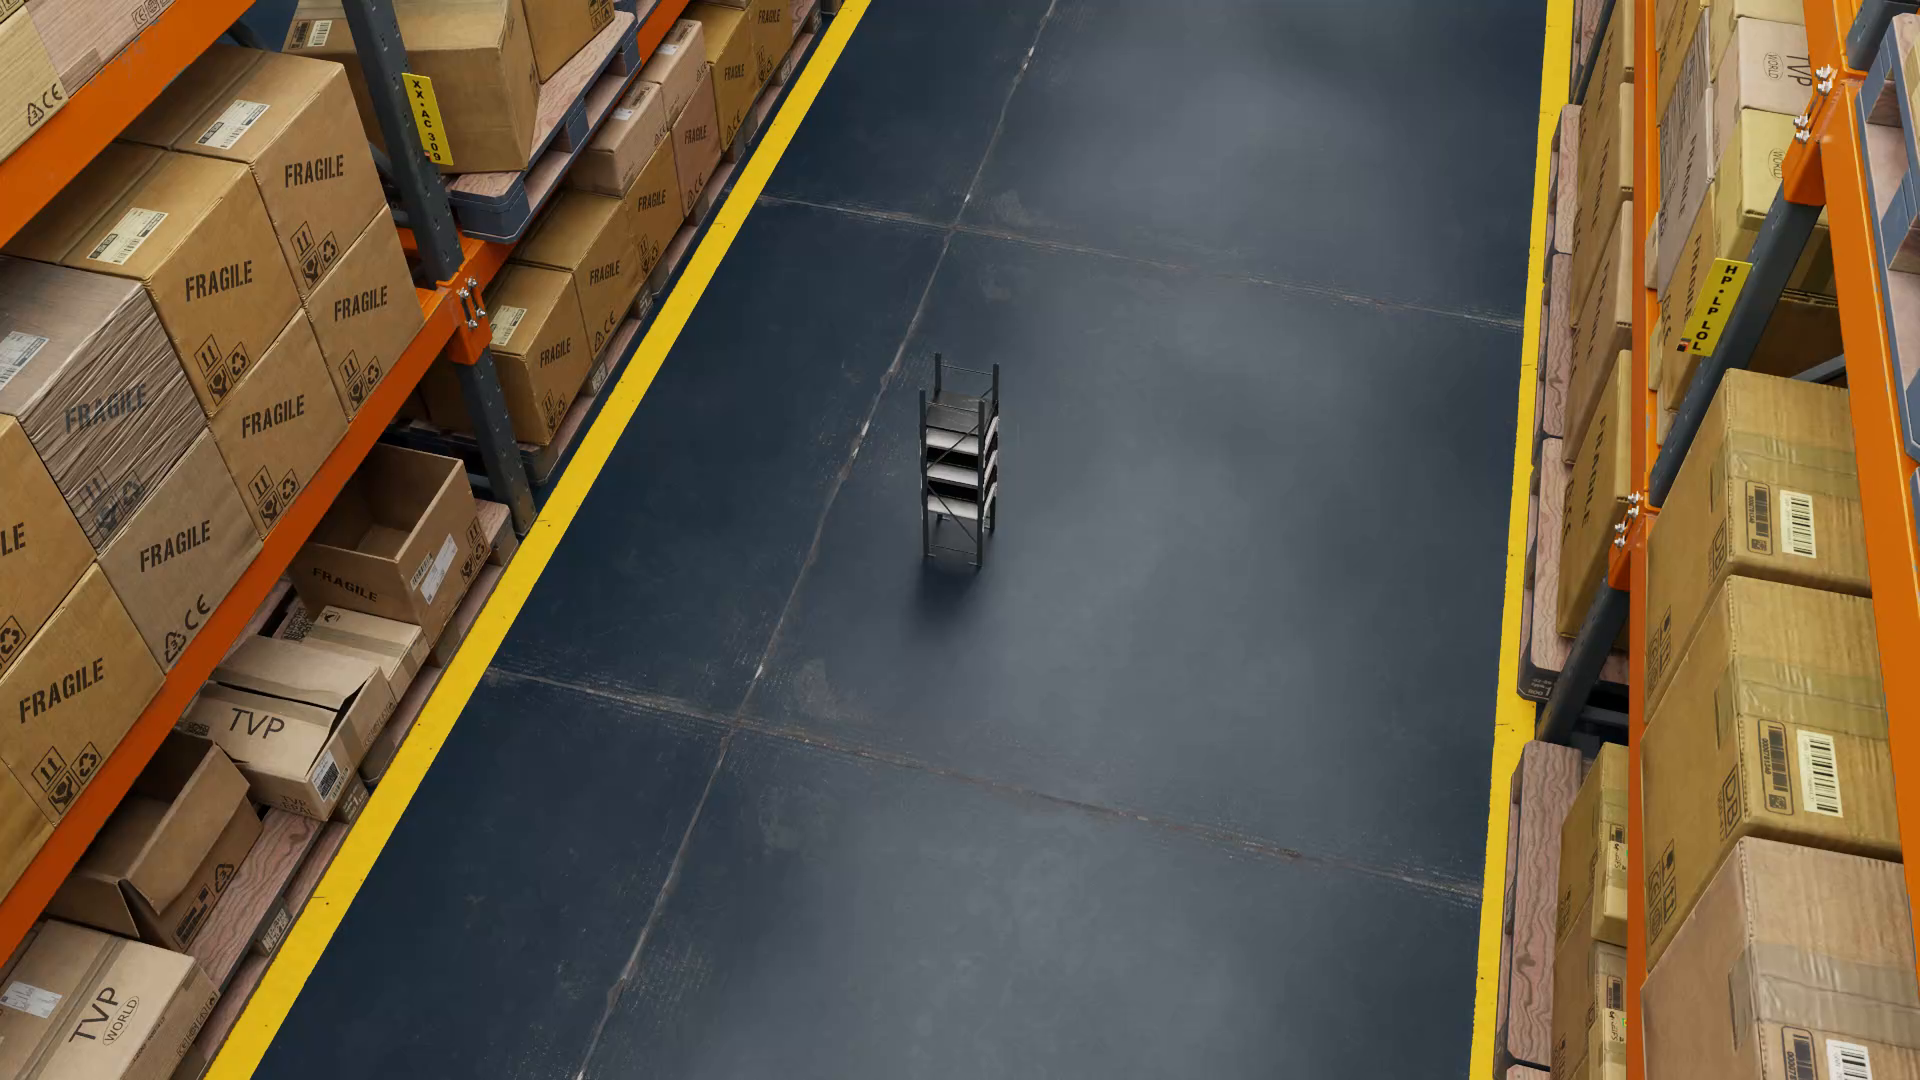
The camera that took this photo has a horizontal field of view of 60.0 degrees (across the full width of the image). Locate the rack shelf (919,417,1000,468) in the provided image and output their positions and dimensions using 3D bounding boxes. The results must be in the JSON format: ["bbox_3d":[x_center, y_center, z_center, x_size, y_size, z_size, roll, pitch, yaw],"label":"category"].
[{"bbox_3d":[-0.002,-0.389,6.216,0.258,0.077,0.200,12,50,10],"label":"rack shelf"}]

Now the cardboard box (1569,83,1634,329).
[{"bbox_3d":[3.064,-1.352,7.015,0.750,0.750,0.750,11,50,10],"label":"cardboard box"}]

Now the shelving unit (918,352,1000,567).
[{"bbox_3d":[-0.002,-0.292,6.326,0.258,0.900,0.210,12,50,10],"label":"shelving unit"}]

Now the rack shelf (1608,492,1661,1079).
[{"bbox_3d":[2.042,1.516,3.810,1.077,0.370,4.000,12,50,10],"label":"rack shelf"}]

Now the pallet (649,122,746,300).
[{"bbox_3d":[-1.715,-1.702,8.030,1.003,0.211,1.213,12,50,10],"label":"pallet"}]

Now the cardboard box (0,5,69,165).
[{"bbox_3d":[-2.348,-0.960,3.615,0.500,0.250,0.500,12,50,10],"label":"cardboard box"}]

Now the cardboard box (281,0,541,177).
[{"bbox_3d":[-1.871,-1.614,5.746,0.700,0.500,0.500,-3,49,-3],"label":"cardboard box"}]

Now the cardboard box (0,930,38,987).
[{"bbox_3d":[-3.080,1.391,4.981,0.500,0.250,0.500,12,50,10],"label":"cardboard box"}]

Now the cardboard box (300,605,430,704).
[{"bbox_3d":[-2.129,0.405,5.919,0.380,0.149,0.250,12,50,10],"label":"cardboard box"}]

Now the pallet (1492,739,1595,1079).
[{"bbox_3d":[2.293,1.288,5.391,1.003,0.211,1.213,12,50,10],"label":"pallet"}]

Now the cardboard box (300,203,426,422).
[{"bbox_3d":[-2.096,-0.765,5.276,0.500,0.500,0.500,12,50,11],"label":"cardboard box"}]

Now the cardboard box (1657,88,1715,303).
[{"bbox_3d":[2.571,-1.062,5.327,0.500,0.500,0.500,12,50,10],"label":"cardboard box"}]

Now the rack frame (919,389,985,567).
[{"bbox_3d":[-0.029,-0.218,6.261,0.240,0.900,0.006,12,50,10],"label":"rack frame"}]

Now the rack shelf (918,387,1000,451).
[{"bbox_3d":[-0.002,-0.449,6.149,0.258,0.077,0.200,12,50,10],"label":"rack shelf"}]

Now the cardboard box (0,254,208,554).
[{"bbox_3d":[-2.360,-0.355,4.248,0.500,0.500,0.500,12,50,10],"label":"cardboard box"}]

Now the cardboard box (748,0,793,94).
[{"bbox_3d":[-1.179,-2.633,8.366,0.500,0.500,0.500,13,50,12],"label":"cardboard box"}]

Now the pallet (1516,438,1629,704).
[{"bbox_3d":[2.699,0.181,6.369,1.003,0.211,1.213,12,50,10],"label":"pallet"}]

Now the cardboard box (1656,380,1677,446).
[{"bbox_3d":[2.384,-0.393,5.169,0.380,0.149,0.250,12,50,10],"label":"cardboard box"}]

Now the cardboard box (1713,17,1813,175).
[{"bbox_3d":[2.588,-1.312,5.047,0.500,0.250,0.500,13,50,11],"label":"cardboard box"}]

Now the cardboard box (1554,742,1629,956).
[{"bbox_3d":[2.273,1.040,5.138,0.700,0.500,0.500,12,50,11],"label":"cardboard box"}]

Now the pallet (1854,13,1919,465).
[{"bbox_3d":[2.343,-0.542,3.206,1.003,0.211,1.213,12,50,10],"label":"pallet"}]

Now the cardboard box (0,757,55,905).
[{"bbox_3d":[-2.628,0.711,3.974,0.500,0.500,0.500,11,50,10],"label":"cardboard box"}]

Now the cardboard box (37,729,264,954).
[{"bbox_3d":[-2.701,0.897,5.248,0.797,0.503,0.637,12,50,10],"label":"cardboard box"}]

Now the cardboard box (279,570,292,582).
[{"bbox_3d":[-2.531,-0.139,6.291,0.500,0.311,0.500,12,50,10],"label":"cardboard box"}]

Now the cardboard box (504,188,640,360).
[{"bbox_3d":[-1.720,-1.152,7.059,0.500,0.500,0.500,12,50,11],"label":"cardboard box"}]

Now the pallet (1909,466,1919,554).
[{"bbox_3d":[2.020,0.337,2.429,1.003,0.211,1.213,12,50,10],"label":"pallet"}]

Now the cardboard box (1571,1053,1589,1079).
[{"bbox_3d":[2.000,1.773,4.490,0.700,0.500,0.500,13,50,11],"label":"cardboard box"}]

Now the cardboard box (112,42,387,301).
[{"bbox_3d":[-2.095,-1.091,4.897,0.500,0.500,0.500,12,50,10],"label":"cardboard box"}]

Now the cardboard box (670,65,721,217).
[{"bbox_3d":[-1.447,-1.878,7.699,0.500,0.500,0.500,10,49,9],"label":"cardboard box"}]

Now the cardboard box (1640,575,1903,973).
[{"bbox_3d":[2.212,0.648,3.896,0.980,0.700,0.700,10,49,9],"label":"cardboard box"}]

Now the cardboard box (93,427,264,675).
[{"bbox_3d":[-2.363,-0.020,4.619,0.500,0.500,0.500,13,50,11],"label":"cardboard box"}]

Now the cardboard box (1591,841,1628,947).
[{"bbox_3d":[2.006,1.037,4.707,0.380,0.149,0.250,13,50,11],"label":"cardboard box"}]

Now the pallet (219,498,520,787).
[{"bbox_3d":[-2.393,0.276,6.285,1.003,0.211,1.213,12,50,10],"label":"pallet"}]

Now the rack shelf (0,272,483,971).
[{"bbox_3d":[-2.738,0.541,4.671,1.077,0.370,4.000,12,50,10],"label":"rack shelf"}]

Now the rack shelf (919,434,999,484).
[{"bbox_3d":[-0.002,-0.329,6.284,0.258,0.077,0.200,12,50,10],"label":"rack shelf"}]

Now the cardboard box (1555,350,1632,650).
[{"bbox_3d":[2.614,-0.092,5.903,0.750,0.750,0.750,12,50,10],"label":"cardboard box"}]

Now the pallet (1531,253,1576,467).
[{"bbox_3d":[3.018,-0.705,7.150,1.003,0.211,1.213,12,50,10],"label":"pallet"}]

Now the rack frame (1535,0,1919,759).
[{"bbox_3d":[2.568,-0.169,4.817,1.000,3.000,0.127,12,50,10],"label":"rack frame"}]

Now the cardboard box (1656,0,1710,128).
[{"bbox_3d":[2.838,-1.786,5.966,0.500,0.500,0.500,13,50,11],"label":"cardboard box"}]

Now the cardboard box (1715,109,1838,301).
[{"bbox_3d":[2.444,-0.944,4.722,0.500,0.250,0.500,13,50,11],"label":"cardboard box"}]

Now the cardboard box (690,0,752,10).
[{"bbox_3d":[-1.189,-2.839,8.048,0.500,0.250,0.500,13,50,11],"label":"cardboard box"}]

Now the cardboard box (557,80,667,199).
[{"bbox_3d":[-1.586,-1.736,7.074,0.500,0.250,0.500,12,50,10],"label":"cardboard box"}]

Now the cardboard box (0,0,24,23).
[{"bbox_3d":[-2.346,-1.125,3.427,0.500,0.250,0.500,12,50,10],"label":"cardboard box"}]

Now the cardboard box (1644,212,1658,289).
[{"bbox_3d":[2.552,-0.961,5.671,0.380,0.149,0.250,12,50,10],"label":"cardboard box"}]

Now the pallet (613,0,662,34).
[{"bbox_3d":[-1.666,-2.566,7.061,1.003,0.211,1.213,12,50,10],"label":"pallet"}]

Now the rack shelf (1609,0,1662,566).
[{"bbox_3d":[3.095,-1.378,6.364,1.077,0.370,4.000,12,50,10],"label":"rack shelf"}]

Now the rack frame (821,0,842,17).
[{"bbox_3d":[-1.159,-4.037,8.231,1.000,3.000,0.127,12,50,10],"label":"rack frame"}]

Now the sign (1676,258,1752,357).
[{"bbox_3d":[2.042,-0.626,4.501,0.100,0.325,0.005,12,50,10],"label":"sign"}]
